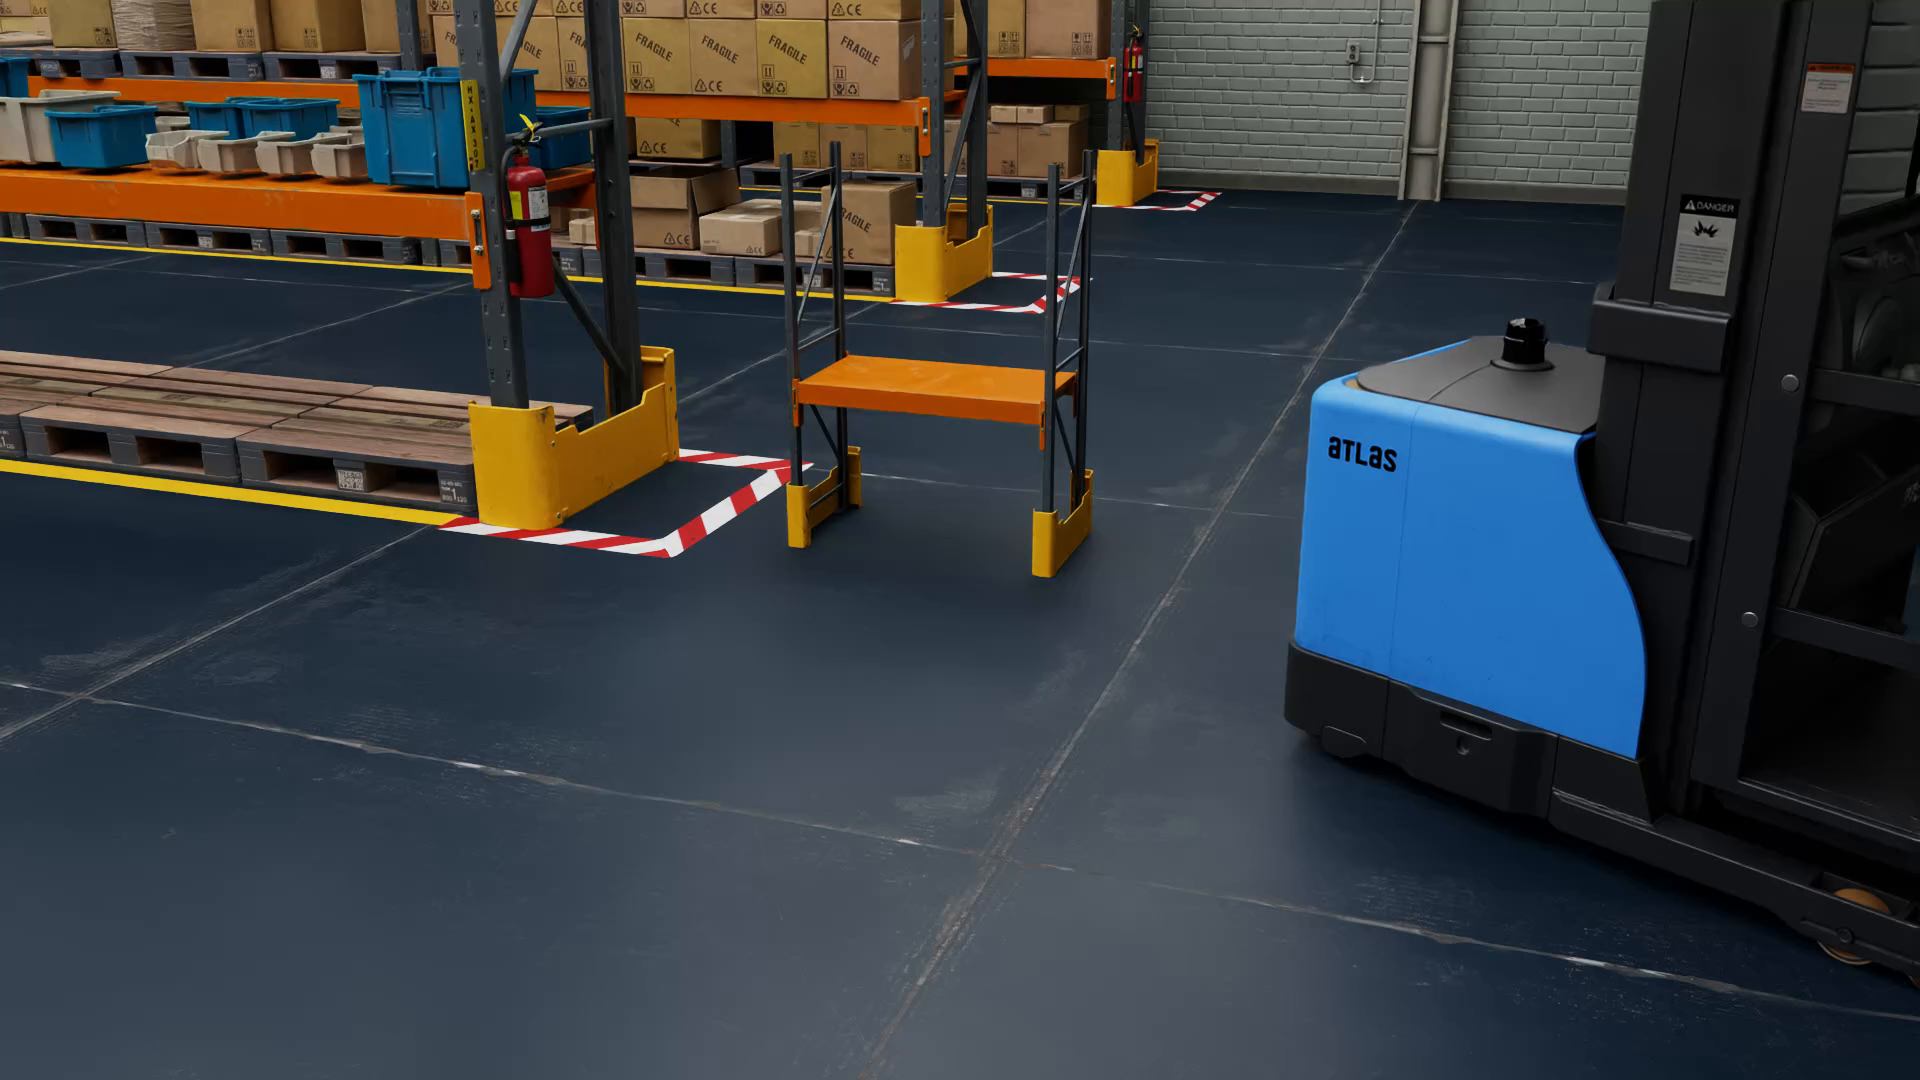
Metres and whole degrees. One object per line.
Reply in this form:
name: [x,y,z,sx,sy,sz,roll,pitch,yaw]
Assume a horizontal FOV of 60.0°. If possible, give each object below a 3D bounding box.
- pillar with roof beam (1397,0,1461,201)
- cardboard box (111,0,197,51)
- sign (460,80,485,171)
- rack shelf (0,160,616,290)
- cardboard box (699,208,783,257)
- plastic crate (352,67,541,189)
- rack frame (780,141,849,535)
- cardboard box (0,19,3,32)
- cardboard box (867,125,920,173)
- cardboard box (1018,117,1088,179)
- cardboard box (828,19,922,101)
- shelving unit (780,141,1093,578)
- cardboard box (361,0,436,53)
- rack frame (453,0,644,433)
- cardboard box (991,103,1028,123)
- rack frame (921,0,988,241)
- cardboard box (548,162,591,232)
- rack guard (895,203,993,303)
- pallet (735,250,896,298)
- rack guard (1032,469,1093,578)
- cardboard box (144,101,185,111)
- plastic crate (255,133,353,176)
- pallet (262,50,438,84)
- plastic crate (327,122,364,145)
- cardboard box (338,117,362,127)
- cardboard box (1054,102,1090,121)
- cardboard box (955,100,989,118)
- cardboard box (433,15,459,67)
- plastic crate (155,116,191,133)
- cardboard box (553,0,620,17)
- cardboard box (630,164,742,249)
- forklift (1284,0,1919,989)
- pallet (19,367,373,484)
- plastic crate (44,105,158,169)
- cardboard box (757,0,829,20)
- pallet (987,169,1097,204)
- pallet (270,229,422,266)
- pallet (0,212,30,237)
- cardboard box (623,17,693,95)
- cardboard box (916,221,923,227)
pillar with roof beam: [3.016,-6.198,10.687,0.400,9.000,9.100,7,20,18]
cardboard box: [-6.151,-4.105,13.005,0.500,0.500,0.700,11,22,28]
sign: [-1.822,-1.551,6.220,0.005,0.325,0.100,7,20,18]
rack shelf: [-3.546,-1.523,7.480,4.000,0.370,1.077,7,20,18]
cardboard box: [-1.510,-2.190,11.810,0.500,0.250,0.500,7,20,18]
plastic crate: [-2.034,-1.670,6.664,0.499,0.435,0.616,7,20,18]
rack frame: [-0.561,-0.772,6.513,0.032,1.500,0.500,7,20,18]
cardboard box: [-11.236,-6.024,19.499,0.500,0.250,0.500,6,20,18]
cardboard box: [-0.554,-3.953,16.518,0.500,0.500,0.700,7,20,19]
cardboard box: [0.901,-3.789,16.049,0.500,0.500,0.700,7,20,18]
cardboard box: [-0.540,-3.197,11.039,0.500,0.500,0.500,7,20,20]
shelving unit: [-0.072,-0.716,6.353,1.083,1.500,0.587,7,20,18]
cardboard box: [-4.180,-3.984,12.660,0.500,0.500,0.700,0,19,0]
rack frame: [-1.657,-1.646,6.742,0.127,3.000,1.000,7,20,18]
cardboard box: [0.478,-4.080,15.898,0.250,0.149,0.380,7,20,20]
rack frame: [-0.027,-3.186,11.159,0.127,3.000,1.000,7,20,18]
cardboard box: [-3.175,-2.672,12.814,0.500,0.500,0.500,7,20,18]
rack guard: [-0.099,-2.014,11.594,0.348,0.500,1.175,7,20,18]
pallet: [-0.853,-1.963,11.888,1.213,0.211,1.003,7,20,18]
rack guard: [0.398,-0.072,6.404,0.087,0.250,0.587,7,20,18]
cardboard box: [-9.040,-4.976,19.424,0.500,0.500,0.700,7,20,20]
plastic crate: [-2.755,-1.618,6.970,0.243,0.136,0.396,7,20,18]
pallet: [-4.525,-3.648,12.776,1.213,0.211,1.003,7,20,18]
plastic crate: [-2.698,-1.813,7.529,0.298,0.136,0.250,7,20,18]
cardboard box: [-5.128,-3.236,13.292,0.500,0.250,0.500,7,20,18]
cardboard box: [1.084,-4.144,16.082,0.250,0.149,0.380,7,20,18]
cardboard box: [0.129,-4.253,16.394,0.250,0.149,0.380,7,20,19]
cardboard box: [-3.414,-3.526,11.982,0.500,0.500,0.500,7,20,19]
plastic crate: [-3.691,-1.888,7.744,0.466,0.136,0.293,7,20,18]
cardboard box: [-2.480,-3.888,11.502,0.500,0.500,0.500,6,20,16]
cardboard box: [-2.030,-2.446,12.160,0.637,0.503,0.797,7,20,18]
forklift: [2.340,-0.562,3.736,1.130,2.935,3.031,-18,26,-41]
pallet: [-3.571,-0.563,7.871,1.213,0.211,1.003,7,20,18]
plastic crate: [-3.681,-1.738,7.168,0.300,0.233,0.416,7,20,18]
cardboard box: [-1.016,-3.722,11.027,0.500,0.500,0.500,7,20,20]
pallet: [0.814,-3.472,16.216,1.213,0.211,1.003,7,20,18]
pallet: [-4.587,-2.377,13.076,1.213,0.211,1.003,7,20,18]
pallet: [-8.349,-2.835,14.387,1.213,0.211,1.003,7,20,18]
cardboard box: [-1.977,-3.362,11.512,0.500,0.500,0.500,6,20,17]
cardboard box: [-0.310,-2.200,11.993,0.250,0.149,0.380,7,20,18]
